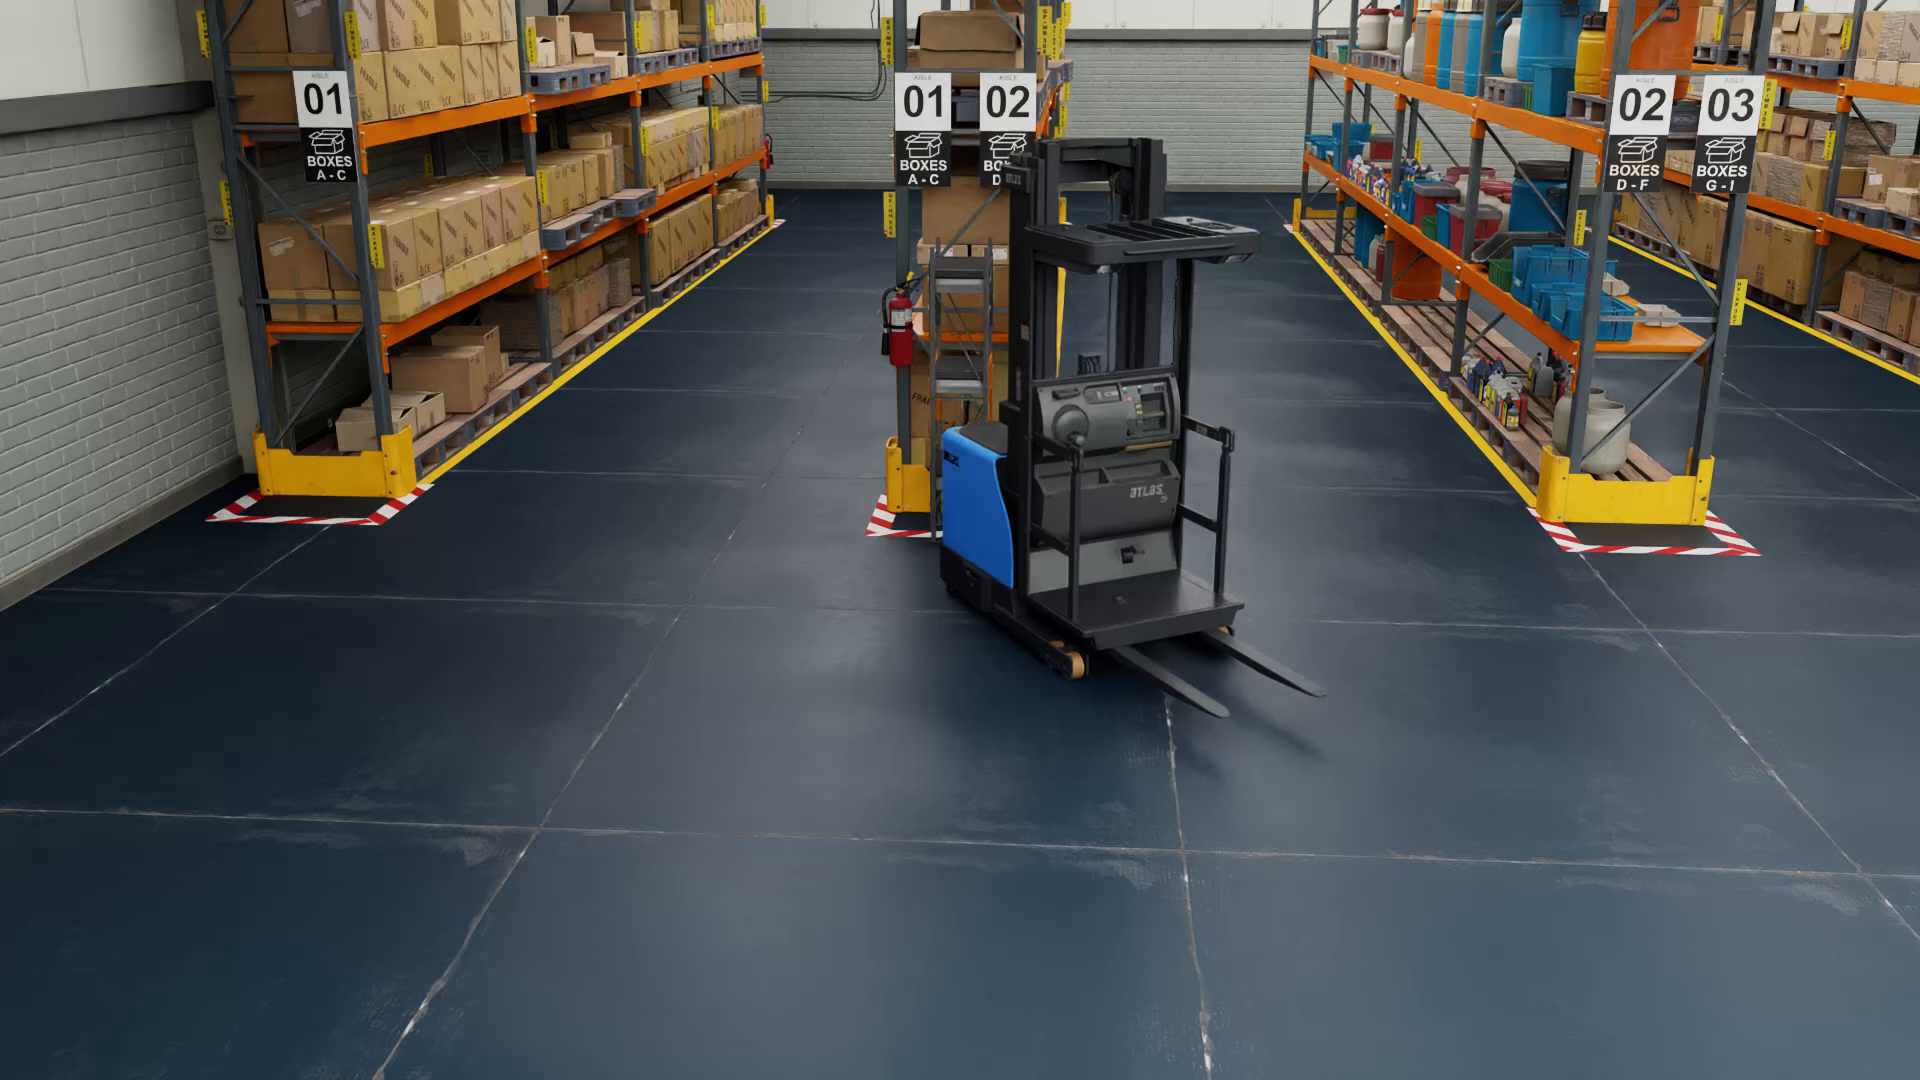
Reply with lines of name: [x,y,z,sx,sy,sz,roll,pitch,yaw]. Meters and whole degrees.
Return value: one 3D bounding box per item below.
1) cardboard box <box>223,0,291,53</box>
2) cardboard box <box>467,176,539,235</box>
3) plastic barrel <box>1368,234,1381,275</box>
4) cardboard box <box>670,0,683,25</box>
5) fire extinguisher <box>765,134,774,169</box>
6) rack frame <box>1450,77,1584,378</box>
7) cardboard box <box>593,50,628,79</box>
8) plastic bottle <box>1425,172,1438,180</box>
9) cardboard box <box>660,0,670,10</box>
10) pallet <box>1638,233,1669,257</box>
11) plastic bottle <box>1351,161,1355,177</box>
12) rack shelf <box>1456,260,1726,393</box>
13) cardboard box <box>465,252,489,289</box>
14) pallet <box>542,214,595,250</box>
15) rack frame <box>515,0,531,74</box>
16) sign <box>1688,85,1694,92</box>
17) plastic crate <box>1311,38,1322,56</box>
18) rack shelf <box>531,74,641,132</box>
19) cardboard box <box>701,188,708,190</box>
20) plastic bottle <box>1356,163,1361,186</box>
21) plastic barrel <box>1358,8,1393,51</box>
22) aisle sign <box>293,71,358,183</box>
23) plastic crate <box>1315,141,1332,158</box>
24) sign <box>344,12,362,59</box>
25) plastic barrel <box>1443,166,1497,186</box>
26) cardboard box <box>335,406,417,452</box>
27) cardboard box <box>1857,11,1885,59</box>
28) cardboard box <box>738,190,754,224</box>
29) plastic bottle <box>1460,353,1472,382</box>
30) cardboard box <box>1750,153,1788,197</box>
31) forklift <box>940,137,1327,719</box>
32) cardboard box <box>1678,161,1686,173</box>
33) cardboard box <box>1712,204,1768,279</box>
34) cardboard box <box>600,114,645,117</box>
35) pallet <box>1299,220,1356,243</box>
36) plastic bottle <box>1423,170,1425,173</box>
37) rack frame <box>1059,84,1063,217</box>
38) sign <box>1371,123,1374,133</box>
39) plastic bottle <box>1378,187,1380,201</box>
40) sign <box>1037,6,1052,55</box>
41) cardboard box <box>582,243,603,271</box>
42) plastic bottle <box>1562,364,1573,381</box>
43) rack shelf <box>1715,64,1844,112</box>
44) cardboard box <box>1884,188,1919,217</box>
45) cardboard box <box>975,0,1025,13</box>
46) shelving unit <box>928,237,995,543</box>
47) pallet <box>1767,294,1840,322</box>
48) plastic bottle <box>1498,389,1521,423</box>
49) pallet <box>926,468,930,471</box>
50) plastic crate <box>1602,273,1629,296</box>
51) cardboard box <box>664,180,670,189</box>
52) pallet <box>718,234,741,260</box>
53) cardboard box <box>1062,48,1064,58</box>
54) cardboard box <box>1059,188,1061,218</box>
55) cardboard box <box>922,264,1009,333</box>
cardboard box: [-5.134,-3.892,12.368,0.500,0.500,0.500,2,18,6]
cardboard box: [-4.343,-3.178,15.808,0.500,0.500,0.500,1,18,4]
plastic barrel: [5.601,-3.756,21.889,0.421,0.512,0.421,0,18,0]
cardboard box: [-4.227,-7.701,23.993,0.500,0.500,0.500,1,18,3]
fire extinguisher: [-3.286,-6.586,27.930,0.296,0.674,0.183,1,18,4]
rack frame: [5.264,-2.816,15.699,1.000,3.000,0.127,1,18,4]
cardboard box: [-4.113,-5.442,19.008,0.500,0.311,0.500,1,18,4]
plastic bottle: [6.004,-4.557,21.212,0.152,0.276,0.135,1,18,4]
cardboard box: [-4.238,-7.290,22.464,0.500,0.250,0.500,3,18,8]
pallet: [10.995,-4.479,25.253,1.003,0.211,1.213,1,18,4]
plastic bottle: [5.379,-5.027,22.654,0.097,0.271,0.097,0,18,0]
rack shelf: [5.121,-1.853,13.915,1.077,0.370,4.000,1,18,4]
cardboard box: [-4.449,-2.354,14.498,0.500,0.250,0.500,1,18,4]
pallet: [-4.418,-3.180,17.118,1.003,0.211,1.213,1,18,4]
rack frame: [-4.618,-5.888,15.440,1.000,3.000,0.127,1,18,4]
sign: [11.605,-7.078,26.468,0.100,0.325,0.005,1,18,4]
plastic crate: [5.819,-7.793,26.280,0.497,0.269,0.590,1,18,4]
rack shelf: [-4.474,-4.742,17.915,1.077,0.370,4.000,1,18,4]
cardboard box: [-4.024,-5.355,25.746,0.380,0.149,0.250,1,18,4]
plastic bottle: [5.322,-4.865,22.140,0.061,0.283,0.133,1,18,4]
plastic barrel: [5.550,-6.832,22.246,0.433,0.535,0.433,0,18,0]
aisle sign: [-4.610,-3.001,12.089,0.394,0.787,0.004,1,18,4]
plastic crate: [5.684,-6.013,25.630,0.416,0.233,0.300,1,18,4]
sign: [-4.363,-3.623,11.943,0.100,0.325,0.005,1,18,4]
plastic barrel: [5.820,-3.972,19.009,0.600,0.536,0.708,1,18,4]
cardboard box: [-4.765,-0.939,13.582,0.500,0.311,0.500,-1,18,-2]
cardboard box: [10.201,-5.518,18.164,0.500,0.500,0.500,1,18,4]
cardboard box: [-3.744,-5.401,26.927,0.700,0.500,0.500,1,18,4]
plastic bottle: [4.804,-1.639,15.783,0.097,0.271,0.097,0,18,0]
cardboard box: [10.392,-4.628,21.069,0.500,0.500,0.500,2,18,5]
forklift: [0.966,-0.747,9.496,1.130,2.935,3.031,-9,20,-25]
cardboard box: [10.510,-5.332,23.782,0.380,0.149,0.250,1,18,3]
cardboard box: [10.689,-3.903,21.755,1.225,0.875,0.875,1,18,2]
cardboard box: [-4.440,-5.459,21.890,0.500,0.250,0.500,1,18,3]
pallet: [6.026,-4.962,26.728,1.003,0.211,1.213,1,18,4]
plastic bottle: [5.992,-4.649,21.500,0.097,0.271,0.097,0,18,0]
rack frame: [1.184,-6.654,27.414,1.000,3.000,0.127,1,18,4]
sign: [6.674,-6.613,27.026,0.100,0.325,0.005,1,18,4]
plastic bottle: [5.218,-4.297,20.537,0.097,0.201,0.097,0,18,0]
sign: [0.590,-3.549,11.590,0.100,0.325,0.005,1,18,4]
cardboard box: [-4.434,-3.256,19.147,0.500,0.250,0.500,2,18,5]
plastic bottle: [5.468,-1.400,14.925,0.144,0.351,0.185,1,18,4]
rack shelf: [10.634,-5.652,20.694,1.077,0.370,4.000,1,18,4]
cardboard box: [10.141,-3.560,17.538,0.500,0.250,0.500,1,18,2]
cardboard box: [0.407,-5.028,15.996,0.500,0.500,0.500,2,18,5]
shelving unit: [0.012,-1.049,11.753,0.431,2.100,0.503,1,18,4]
pallet: [10.623,-2.866,20.329,1.003,0.211,1.213,1,18,4]
plastic bottle: [4.717,-1.146,14.271,0.152,0.276,0.135,1,18,4]
pallet: [0.050,-0.599,13.410,1.003,0.211,1.213,1,18,4]
plastic crate: [5.400,-2.180,14.184,0.530,0.136,0.437,1,18,4]
cardboard box: [-4.012,-4.667,21.719,0.380,0.149,0.250,2,18,5]
pallet: [-3.912,-4.431,25.106,1.003,0.211,1.213,1,18,4]
cardboard box: [1.340,-7.533,25.517,0.500,0.250,0.500,1,18,4]
cardboard box: [1.391,-5.501,27.203,0.500,0.500,0.500,1,18,4]
cardboard box: [0.083,-1.877,12.675,0.700,0.500,0.500,1,18,4]
